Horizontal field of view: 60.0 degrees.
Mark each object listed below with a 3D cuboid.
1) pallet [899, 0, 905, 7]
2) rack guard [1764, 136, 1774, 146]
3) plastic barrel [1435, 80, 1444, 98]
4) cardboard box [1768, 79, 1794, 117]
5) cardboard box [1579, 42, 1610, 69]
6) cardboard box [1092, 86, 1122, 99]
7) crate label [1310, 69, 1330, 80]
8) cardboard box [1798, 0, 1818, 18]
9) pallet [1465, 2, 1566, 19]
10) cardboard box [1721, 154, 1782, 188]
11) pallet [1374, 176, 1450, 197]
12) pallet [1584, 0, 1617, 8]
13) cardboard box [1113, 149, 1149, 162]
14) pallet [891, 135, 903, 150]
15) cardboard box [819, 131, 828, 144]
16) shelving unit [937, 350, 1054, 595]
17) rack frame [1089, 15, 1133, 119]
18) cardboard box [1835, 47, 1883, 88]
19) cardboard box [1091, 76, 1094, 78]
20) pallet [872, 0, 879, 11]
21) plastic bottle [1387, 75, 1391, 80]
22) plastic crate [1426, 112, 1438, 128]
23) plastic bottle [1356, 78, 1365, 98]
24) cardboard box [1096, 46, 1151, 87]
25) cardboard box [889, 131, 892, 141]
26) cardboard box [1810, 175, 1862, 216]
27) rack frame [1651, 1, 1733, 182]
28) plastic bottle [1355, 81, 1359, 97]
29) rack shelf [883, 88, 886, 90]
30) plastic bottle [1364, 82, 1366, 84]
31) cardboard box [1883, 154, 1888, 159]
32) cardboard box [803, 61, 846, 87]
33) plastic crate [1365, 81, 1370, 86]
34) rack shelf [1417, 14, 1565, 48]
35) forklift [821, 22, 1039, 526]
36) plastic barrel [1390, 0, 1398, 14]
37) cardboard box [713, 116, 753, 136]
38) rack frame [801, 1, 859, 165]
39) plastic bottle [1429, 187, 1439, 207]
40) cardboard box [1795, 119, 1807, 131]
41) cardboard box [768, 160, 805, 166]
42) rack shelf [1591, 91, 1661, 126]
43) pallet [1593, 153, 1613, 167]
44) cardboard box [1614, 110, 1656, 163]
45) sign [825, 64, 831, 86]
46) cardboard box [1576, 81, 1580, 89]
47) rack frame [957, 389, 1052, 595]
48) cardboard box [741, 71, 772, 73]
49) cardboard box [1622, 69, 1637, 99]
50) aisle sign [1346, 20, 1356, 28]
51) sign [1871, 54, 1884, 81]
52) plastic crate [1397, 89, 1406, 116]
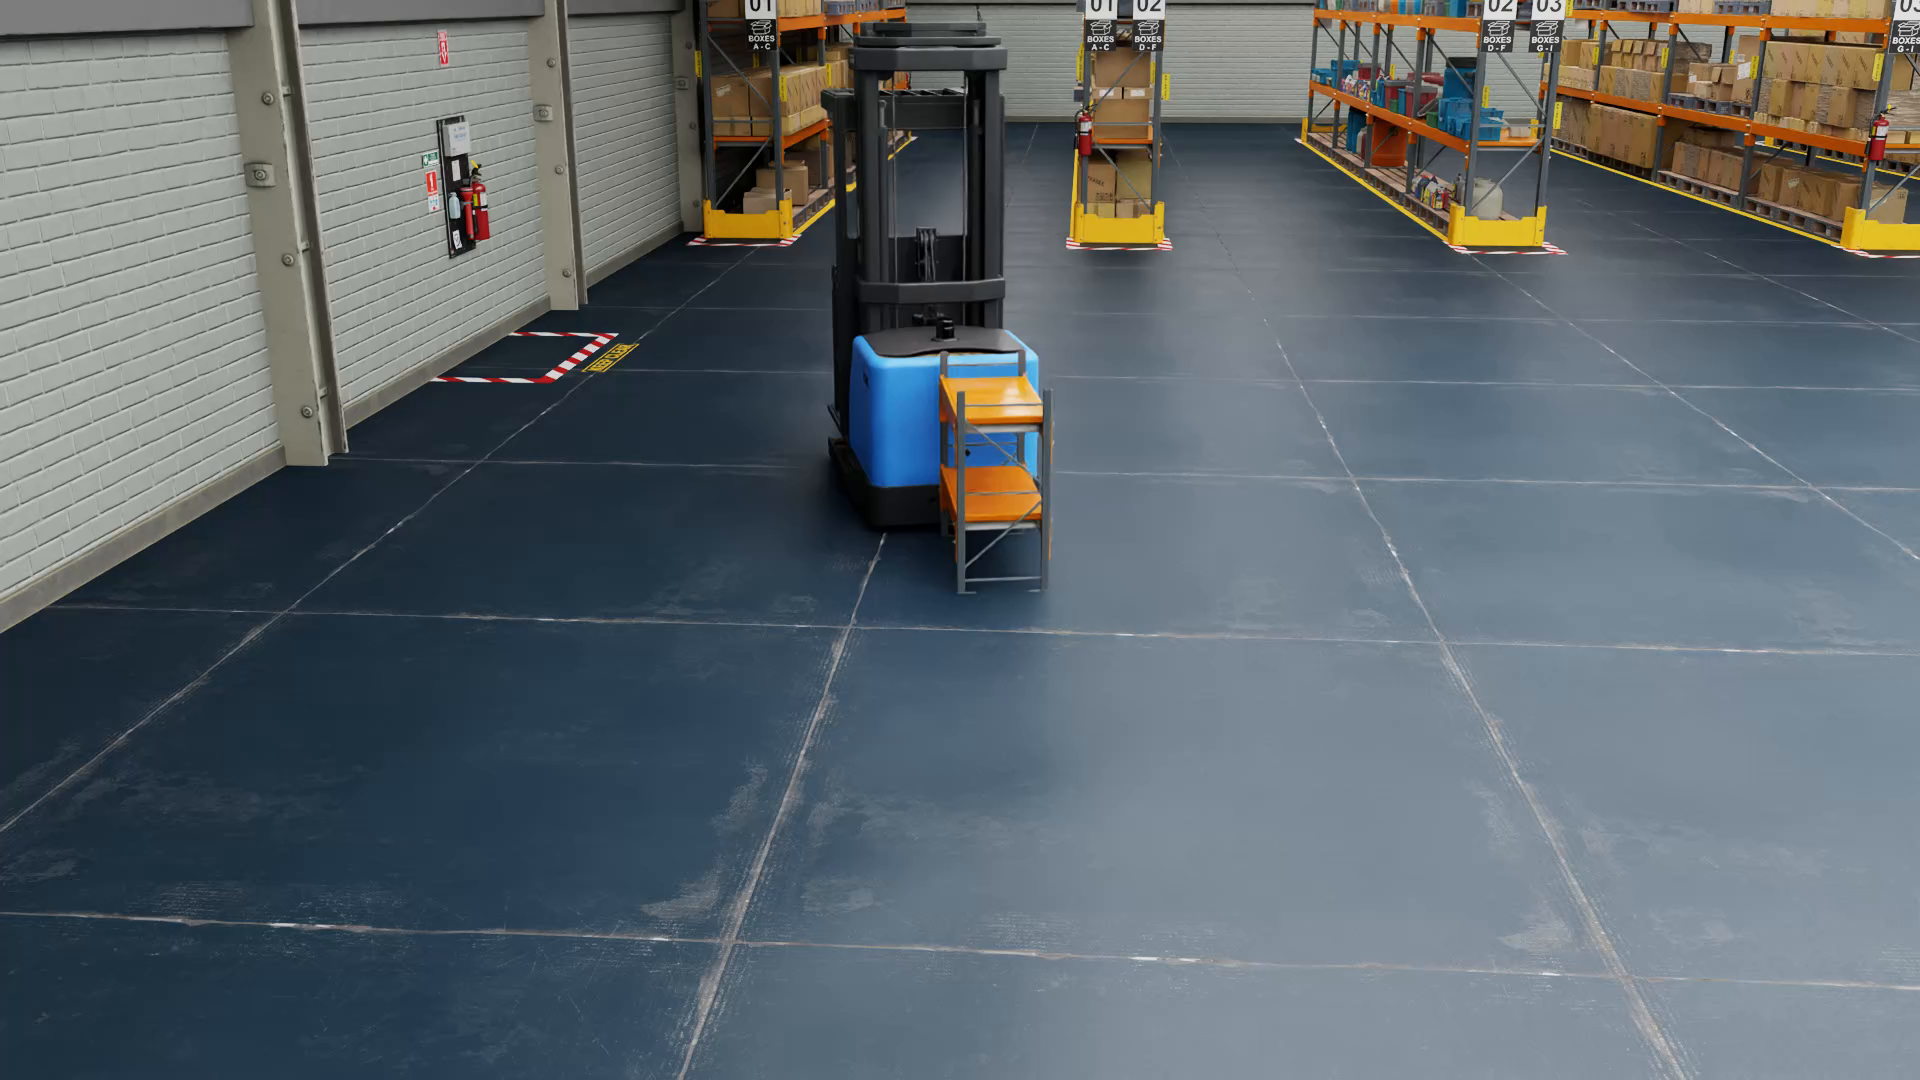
[{"bbox_3d":[-1.749,-11.614,35.875,1.003,0.211,1.213,1,18,4],"label":"pallet"},{"bbox_3d":[18.050,-8.776,35.904,1.175,0.500,0.348,1,18,4],"label":"rack guard"},{"bbox_3d":[7.602,-6.870,25.854,0.433,0.535,0.433,0,18,0],"label":"plastic barrel"},{"bbox_3d":[12.090,-6.299,23.690,0.875,0.500,0.500,1,18,4],"label":"cardboard box"},{"bbox_3d":[12.635,-9.618,33.018,0.500,0.500,0.500,1,18,4],"label":"cardboard box"},{"bbox_3d":[1.925,-5.861,21.792,0.380,0.149,0.250,1,18,3],"label":"cardboard box"},{"bbox_3d":[7.829,-10.120,36.163,0.416,0.233,0.303,1,18,4],"label":"crate label"},{"bbox_3d":[11.888,-7.304,22.821,0.500,0.250,0.500,1,18,2],"label":"cardboard box"},{"bbox_3d":[7.185,-6.861,21.532,1.003,0.211,1.213,1,18,4],"label":"pallet"},{"bbox_3d":[12.374,-5.762,25.998,0.700,0.500,0.500,1,18,4],"label":"cardboard box"},{"bbox_3d":[7.418,-5.813,27.324,1.003,0.211,1.213,1,18,4],"label":"pallet"},{"bbox_3d":[12.898,-10.525,32.550,1.003,0.211,1.213,1,18,4],"label":"pallet"},{"bbox_3d":[2.480,-5.415,24.169,0.500,0.500,0.500,1,18,4],"label":"cardboard box"},{"bbox_3d":[-1.776,-8.508,35.550,1.003,0.211,1.213,1,18,4],"label":"pallet"},{"bbox_3d":[-2.469,-6.640,27.472,0.500,0.250,0.500,1,18,2],"label":"cardboard box"},{"bbox_3d":[0.183,-0.405,9.353,0.538,1.125,1.048,-2,18,-5],"label":"shelving unit"},{"bbox_3d":[2.375,-6.625,25.324,1.000,3.000,0.127,1,18,4],"label":"rack frame"},{"bbox_3d":[11.792,-6.156,21.650,0.500,0.500,0.500,1,18,4],"label":"cardboard box"},{"bbox_3d":[2.128,-6.744,24.484,0.380,0.149,0.250,1,18,2],"label":"cardboard box"},{"bbox_3d":[-2.009,-10.268,31.931,0.805,0.209,1.217,1,18,2],"label":"pallet"},{"bbox_3d":[8.136,-8.624,31.505,0.144,0.351,0.185,1,18,4],"label":"plastic bottle"},{"bbox_3d":[6.936,-5.997,23.749,0.450,0.188,0.662,1,18,4],"label":"plastic crate"},{"bbox_3d":[7.340,-8.271,30.426,0.144,0.351,0.185,1,18,4],"label":"plastic bottle"},{"bbox_3d":[2.138,-6.208,21.807,0.700,0.500,0.500,1,18,4],"label":"cardboard box"},{"bbox_3d":[-1.798,-8.617,34.743,0.700,0.500,0.500,1,18,3],"label":"cardboard box"},{"bbox_3d":[12.103,-4.746,22.930,0.500,0.500,0.500,3,18,9],"label":"cardboard box"},{"bbox_3d":[12.542,-7.645,28.437,1.000,3.000,0.127,1,18,4],"label":"rack frame"},{"bbox_3d":[7.310,-8.289,30.590,0.061,0.283,0.133,1,18,4],"label":"plastic bottle"},{"bbox_3d":[-2.136,-8.256,31.457,1.077,0.370,4.000,1,18,4],"label":"rack shelf"},{"bbox_3d":[7.487,-8.343,30.774,0.097,0.271,0.097,0,18,0],"label":"plastic bottle"},{"bbox_3d":[17.415,-7.369,30.935,0.500,0.500,0.500,2,18,6],"label":"cardboard box"},{"bbox_3d":[-2.316,-7.913,28.388,0.700,0.500,0.500,0,18,-1],"label":"cardboard box"},{"bbox_3d":[8.065,-9.043,33.029,0.396,0.136,0.243,1,18,4],"label":"plastic crate"},{"bbox_3d":[7.172,-6.976,22.733,1.077,0.370,4.000,1,18,4],"label":"rack shelf"},{"bbox_3d":[-0.307,-1.897,11.005,1.130,2.935,3.031,-4,18,-11],"label":"forklift"},{"bbox_3d":[7.280,-8.932,26.857,0.600,0.830,0.708,1,18,4],"label":"plastic barrel"},{"bbox_3d":[-3.013,-5.580,22.344,0.500,0.250,0.500,2,18,5],"label":"cardboard box"},{"bbox_3d":[-2.280,-7.977,29.450,1.000,3.000,0.127,1,18,4],"label":"rack frame"},{"bbox_3d":[6.778,-4.887,23.687,0.152,0.276,0.135,1,18,2],"label":"plastic bottle"},{"bbox_3d":[11.846,-5.757,23.079,0.380,0.149,0.250,1,18,4],"label":"cardboard box"},{"bbox_3d":[-2.601,-5.432,24.993,0.500,0.500,0.500,0,18,0],"label":"cardboard box"},{"bbox_3d":[12.685,-7.924,30.445,1.077,0.370,4.000,1,18,4],"label":"rack shelf"},{"bbox_3d":[12.849,-7.321,31.926,1.003,0.211,1.213,1,18,4],"label":"pallet"},{"bbox_3d":[12.684,-7.326,30.200,1.225,0.875,0.875,1,18,4],"label":"cardboard box"},{"bbox_3d":[-2.025,-7.136,25.494,0.100,0.325,0.005,1,18,4],"label":"sign"},{"bbox_3d":[12.579,-9.110,33.310,0.380,0.149,0.250,2,18,5],"label":"cardboard box"},{"bbox_3d":[0.233,-0.248,8.872,0.500,1.125,0.032,-2,18,-5],"label":"rack frame"},{"bbox_3d":[-2.917,-6.411,23.676,0.500,0.500,0.500,2,18,5],"label":"cardboard box"},{"bbox_3d":[12.443,-8.325,30.353,0.500,0.500,0.500,2,18,5],"label":"cardboard box"},{"bbox_3d":[8.473,-11.491,36.001,0.394,0.787,0.004,1,18,4],"label":"aisle sign"},{"bbox_3d":[11.416,-5.879,20.682,0.100,0.325,0.005,1,18,4],"label":"sign"},{"bbox_3d":[7.084,-6.855,26.053,0.392,0.384,0.575,1,18,4],"label":"plastic crate"}]
